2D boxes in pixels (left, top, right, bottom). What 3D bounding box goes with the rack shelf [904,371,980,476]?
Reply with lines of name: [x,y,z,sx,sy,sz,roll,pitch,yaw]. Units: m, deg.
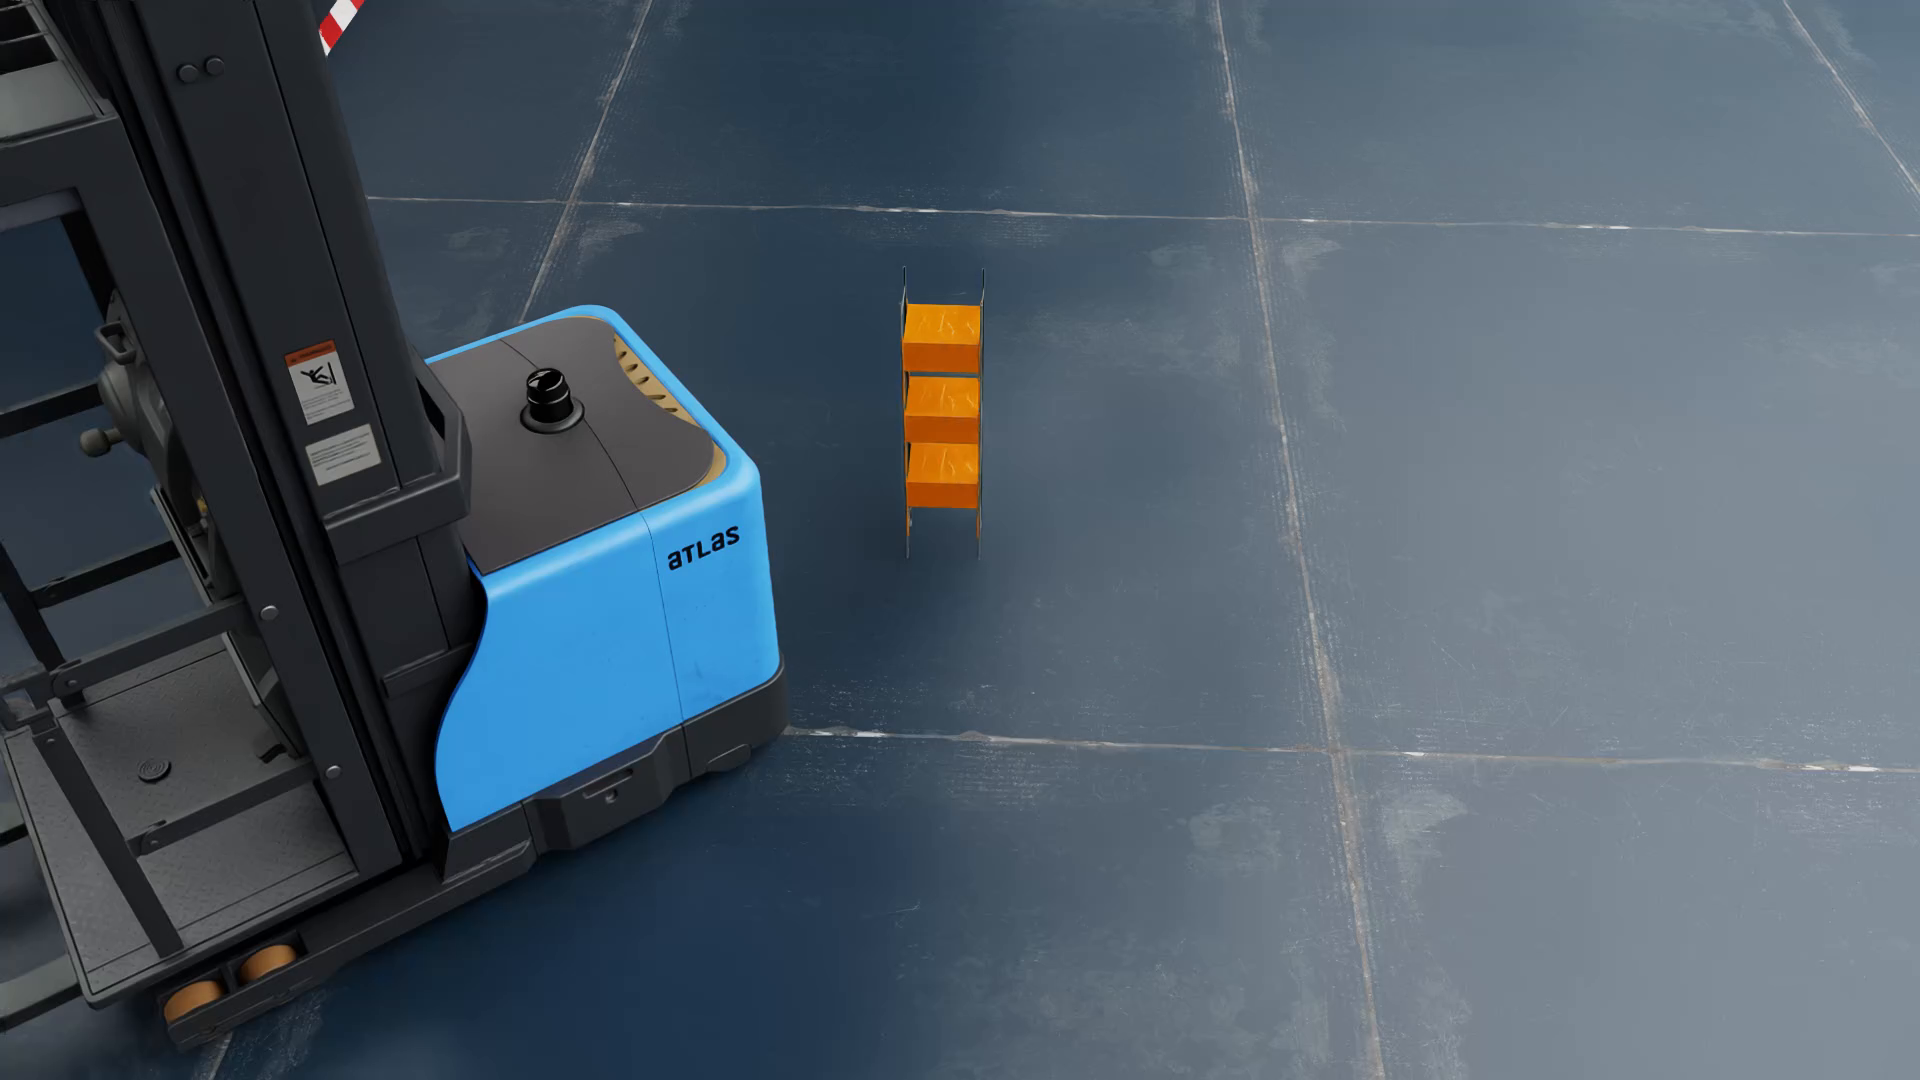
rack shelf: [-0.053,-0.378,5.401,0.240,0.259,0.215,2,43,2]

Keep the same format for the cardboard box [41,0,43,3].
cardboard box: [-4.539,-3.031,8.054,0.875,0.875,0.875,2,43,2]

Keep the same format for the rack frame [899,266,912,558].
rack frame: [-0.175,-0.390,5.398,0.008,1.050,0.200,2,43,2]

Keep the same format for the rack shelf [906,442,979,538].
rack shelf: [-0.053,-0.175,5.591,0.240,0.259,0.215,2,43,2]

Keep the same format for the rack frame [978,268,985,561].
rack frame: [0.068,-0.382,5.390,0.008,1.050,0.200,2,43,2]

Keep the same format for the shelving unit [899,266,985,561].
shelving unit: [-0.053,-0.386,5.394,0.252,1.050,0.215,2,43,2]

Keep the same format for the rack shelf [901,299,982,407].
rack shelf: [-0.053,-0.586,5.208,0.240,0.259,0.215,2,43,2]

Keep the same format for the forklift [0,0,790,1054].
forklift: [-2.022,-0.174,3.786,3.031,2.935,1.130,-25,48,-24]
